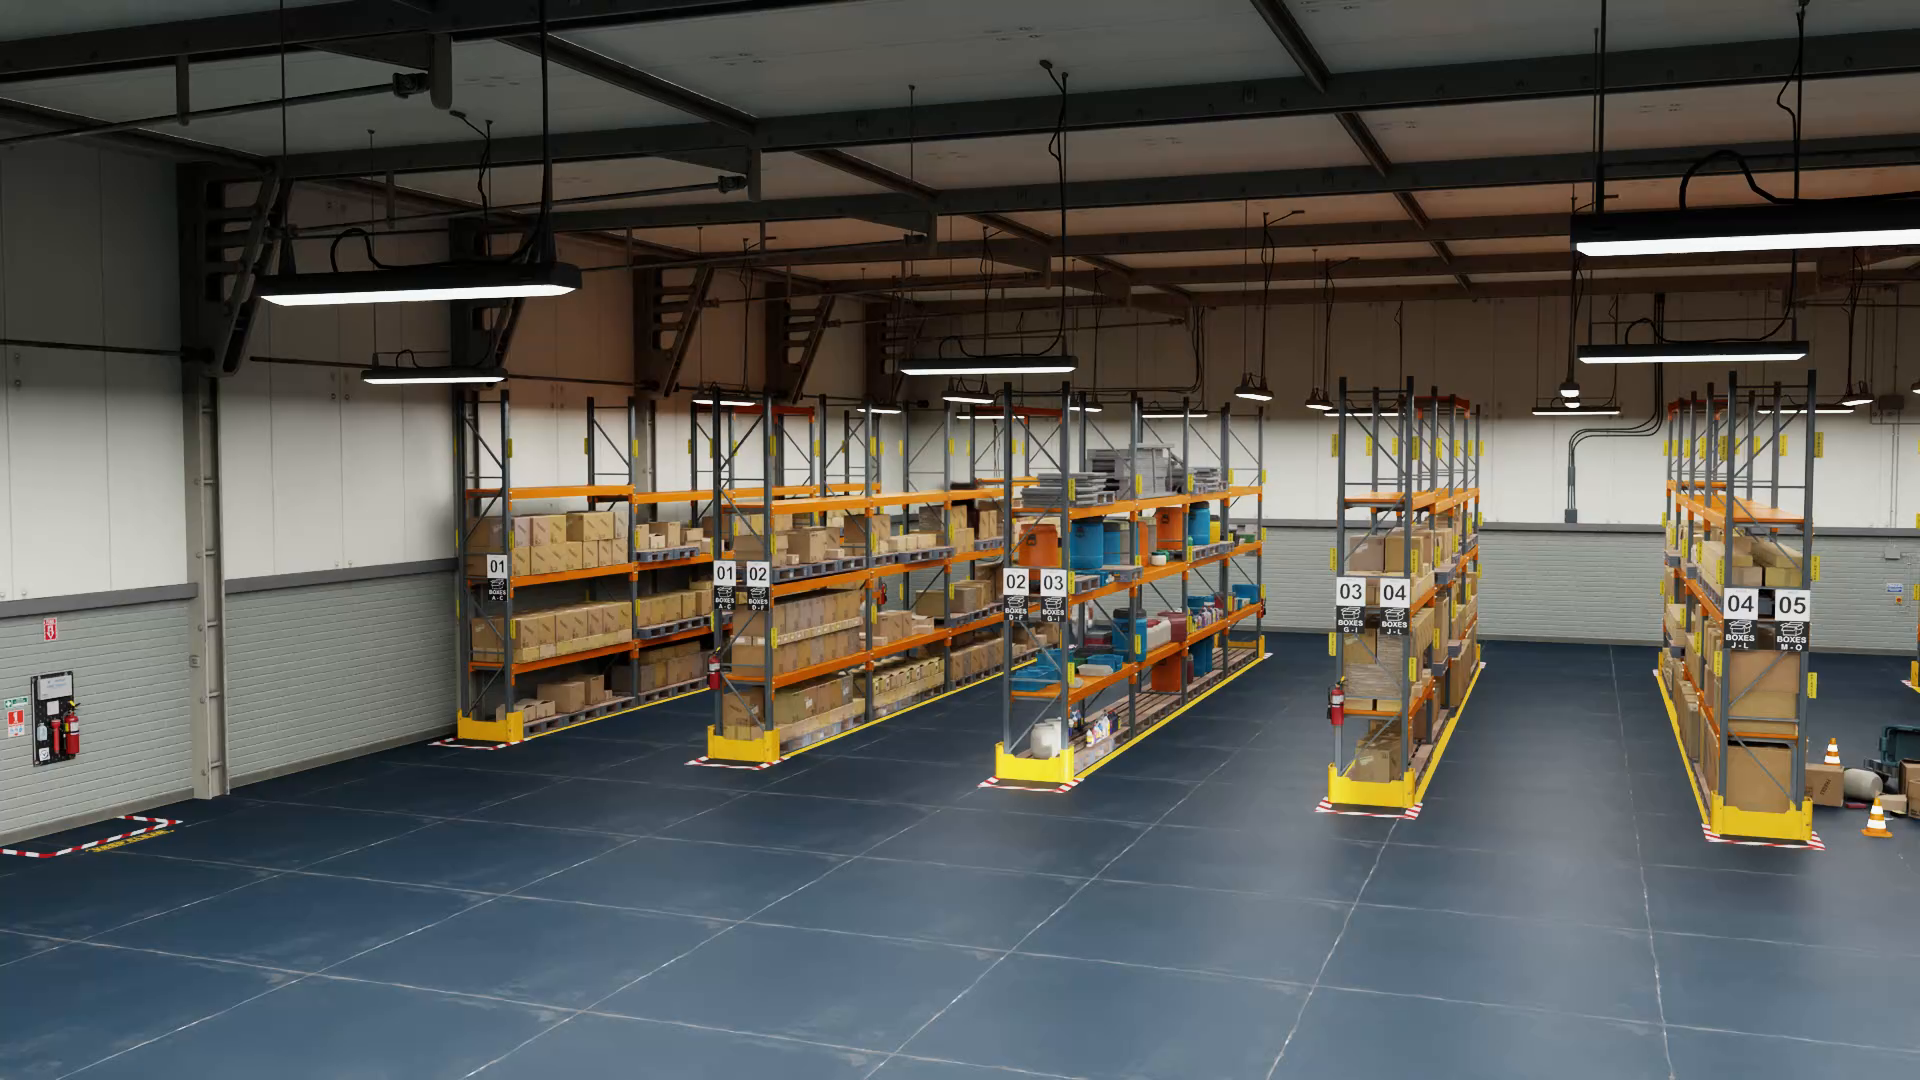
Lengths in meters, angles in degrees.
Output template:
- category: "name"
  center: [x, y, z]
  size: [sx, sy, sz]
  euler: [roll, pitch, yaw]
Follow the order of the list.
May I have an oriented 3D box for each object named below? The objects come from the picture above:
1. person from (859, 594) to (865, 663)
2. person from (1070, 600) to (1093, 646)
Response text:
- category: "person"
  center: [-2.244, 1.979, 37.603]
  size: [0.484, 1.574, 0.479]
  euler: [1, 3, 14]
- category: "person"
  center: [2.733, 1.865, 38.479]
  size: [0.628, 1.742, 0.941]
  euler: [1, 3, 23]
